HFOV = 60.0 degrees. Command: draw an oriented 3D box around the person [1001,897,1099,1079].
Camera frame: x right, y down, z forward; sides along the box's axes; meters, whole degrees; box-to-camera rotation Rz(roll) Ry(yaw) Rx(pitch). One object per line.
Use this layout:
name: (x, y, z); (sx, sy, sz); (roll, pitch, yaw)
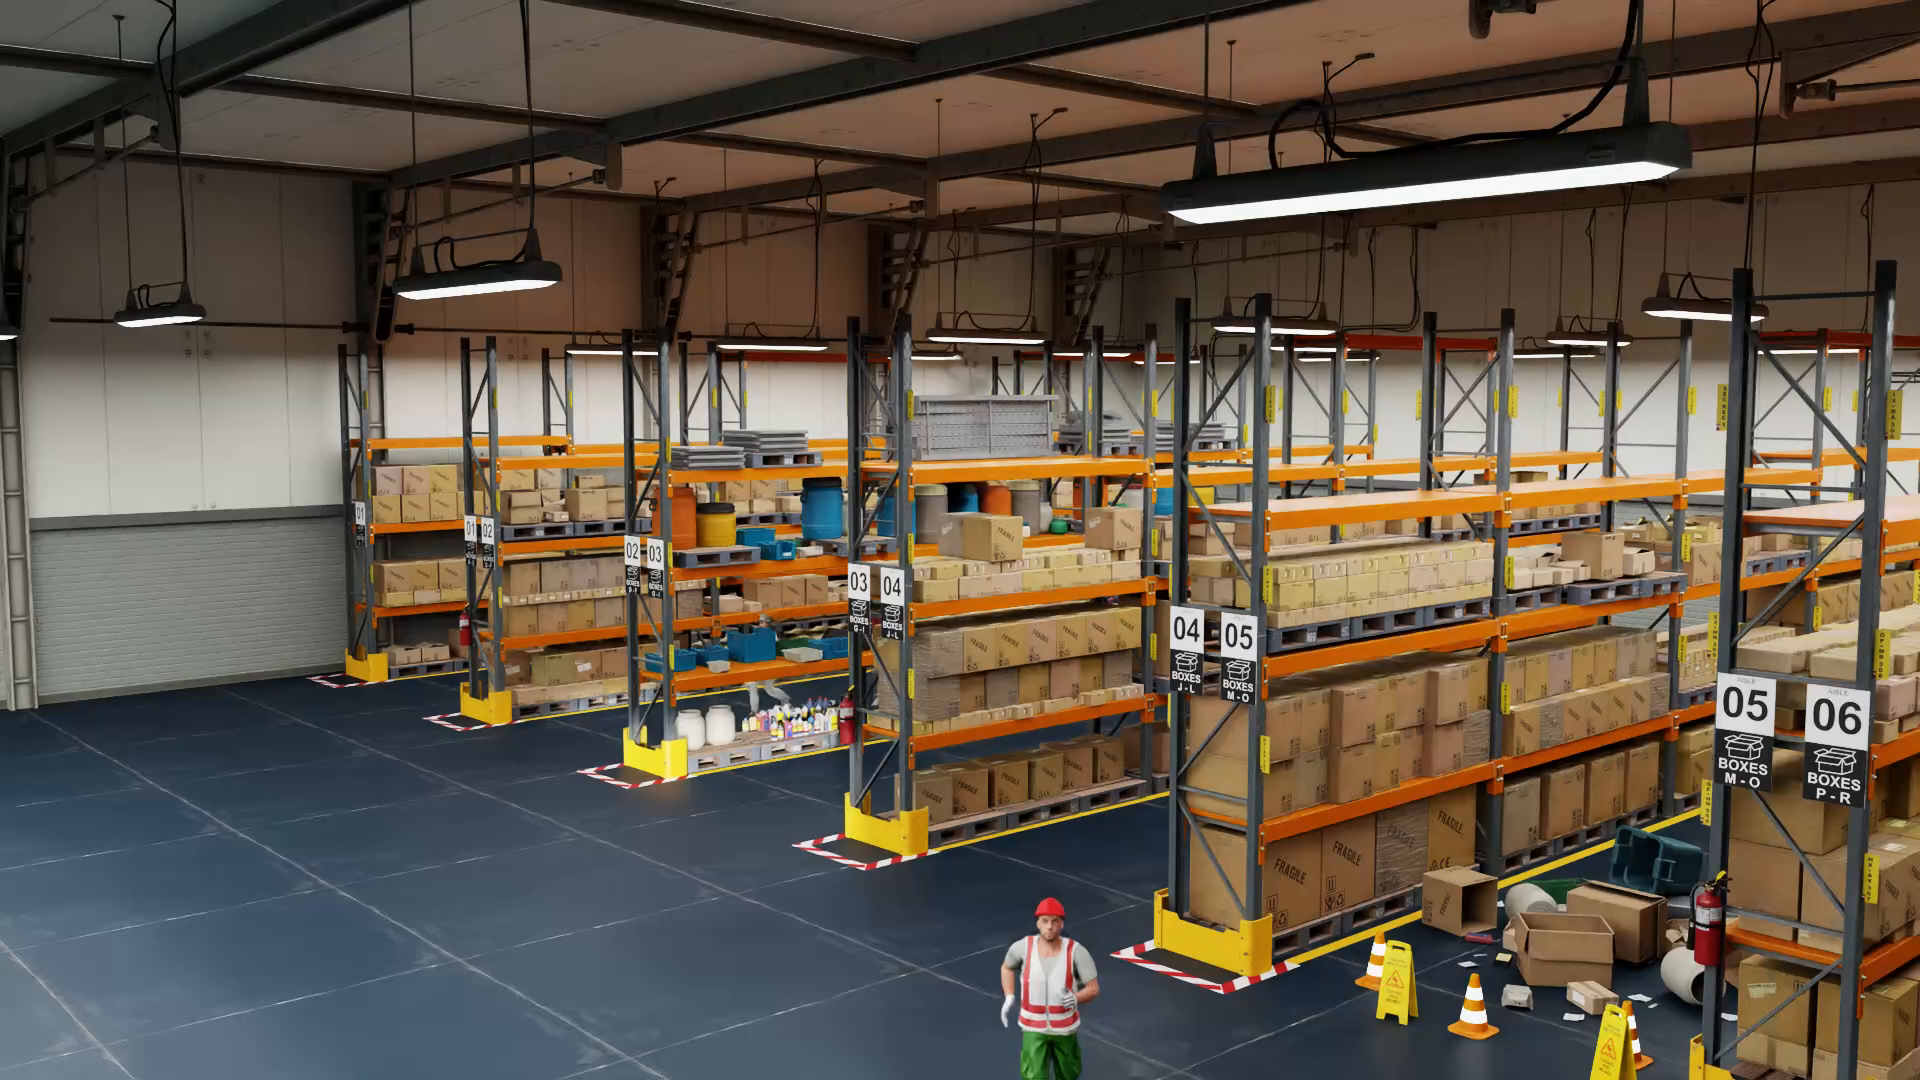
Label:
person: (0.599, 3.268, 11.142); (0.665, 1.768, 0.981); (0, 5, 3)

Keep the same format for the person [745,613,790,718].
person: (-3.078, 1.977, 26.188); (0.624, 1.669, 0.856); (4, 7, 40)

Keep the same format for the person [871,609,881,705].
person: (-1.261, 1.871, 27.620); (0.761, 1.725, 0.555); (-4, 7, -38)
